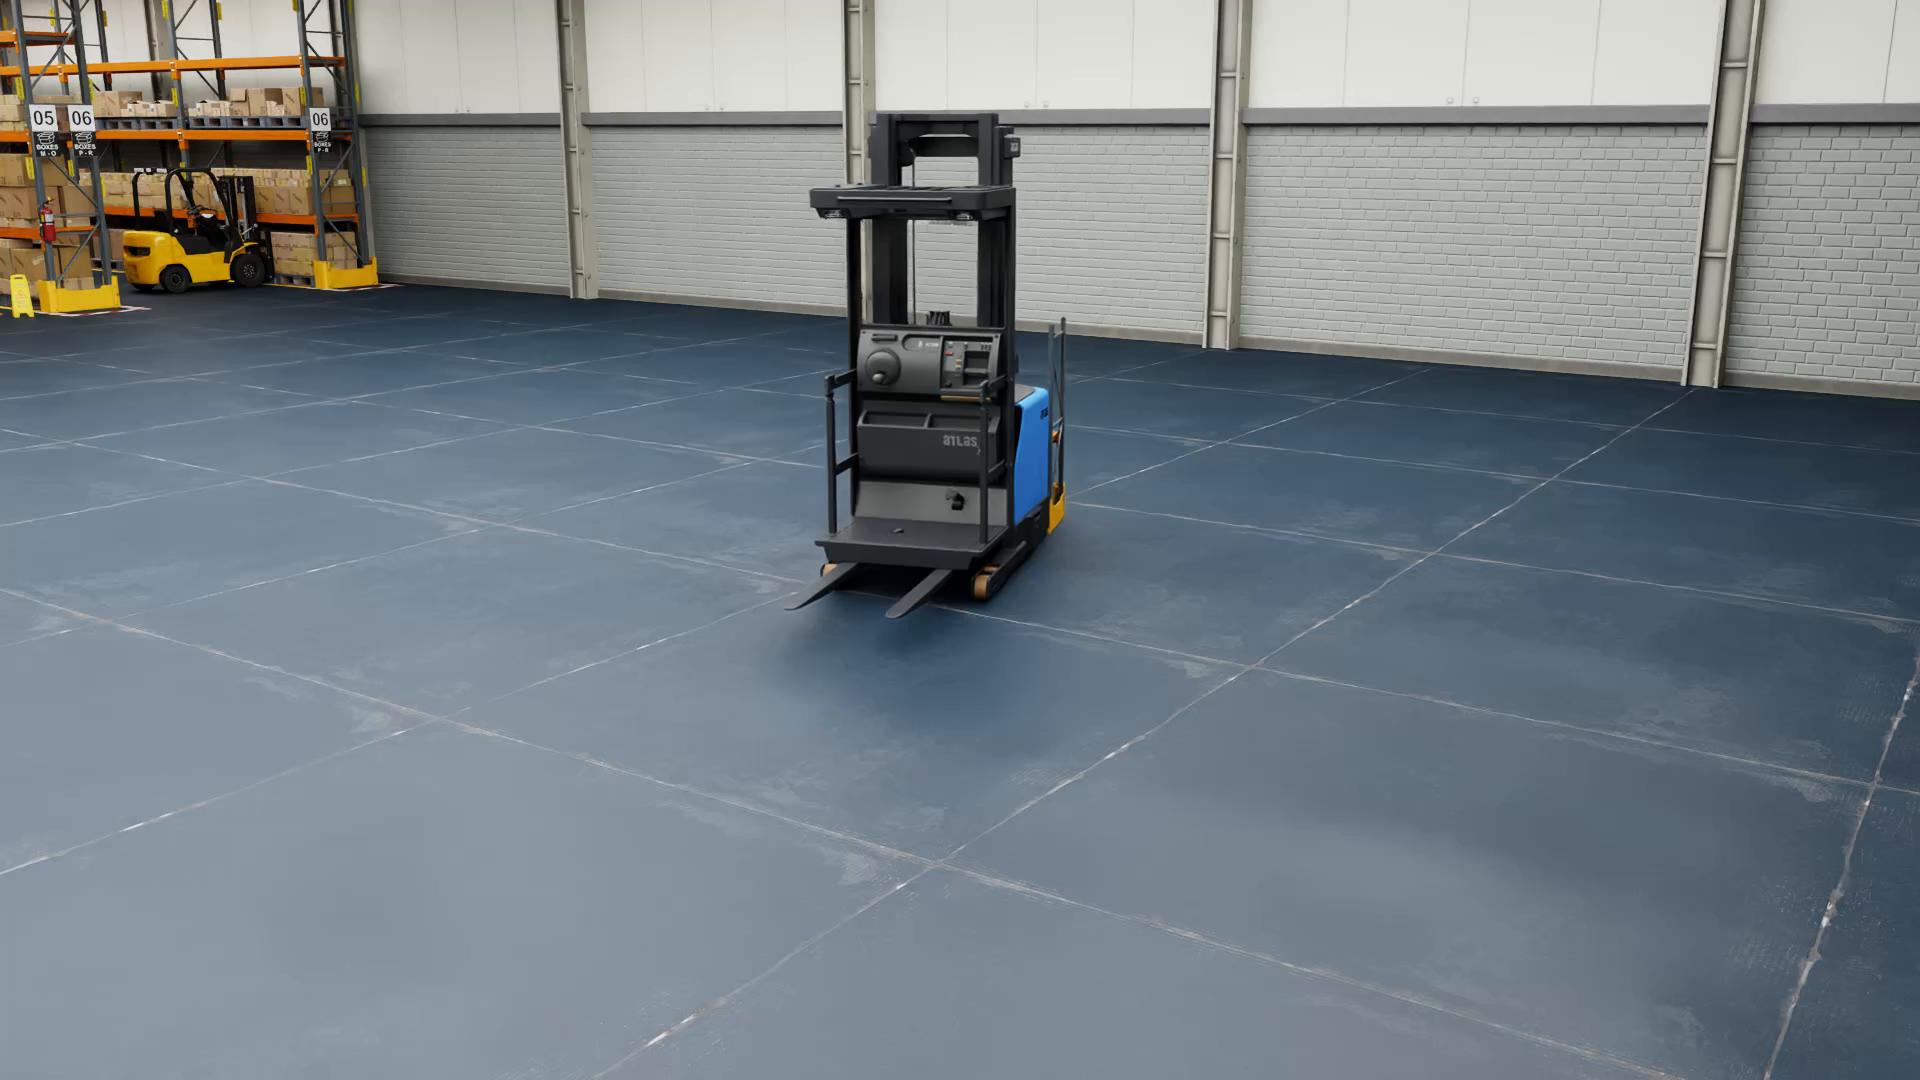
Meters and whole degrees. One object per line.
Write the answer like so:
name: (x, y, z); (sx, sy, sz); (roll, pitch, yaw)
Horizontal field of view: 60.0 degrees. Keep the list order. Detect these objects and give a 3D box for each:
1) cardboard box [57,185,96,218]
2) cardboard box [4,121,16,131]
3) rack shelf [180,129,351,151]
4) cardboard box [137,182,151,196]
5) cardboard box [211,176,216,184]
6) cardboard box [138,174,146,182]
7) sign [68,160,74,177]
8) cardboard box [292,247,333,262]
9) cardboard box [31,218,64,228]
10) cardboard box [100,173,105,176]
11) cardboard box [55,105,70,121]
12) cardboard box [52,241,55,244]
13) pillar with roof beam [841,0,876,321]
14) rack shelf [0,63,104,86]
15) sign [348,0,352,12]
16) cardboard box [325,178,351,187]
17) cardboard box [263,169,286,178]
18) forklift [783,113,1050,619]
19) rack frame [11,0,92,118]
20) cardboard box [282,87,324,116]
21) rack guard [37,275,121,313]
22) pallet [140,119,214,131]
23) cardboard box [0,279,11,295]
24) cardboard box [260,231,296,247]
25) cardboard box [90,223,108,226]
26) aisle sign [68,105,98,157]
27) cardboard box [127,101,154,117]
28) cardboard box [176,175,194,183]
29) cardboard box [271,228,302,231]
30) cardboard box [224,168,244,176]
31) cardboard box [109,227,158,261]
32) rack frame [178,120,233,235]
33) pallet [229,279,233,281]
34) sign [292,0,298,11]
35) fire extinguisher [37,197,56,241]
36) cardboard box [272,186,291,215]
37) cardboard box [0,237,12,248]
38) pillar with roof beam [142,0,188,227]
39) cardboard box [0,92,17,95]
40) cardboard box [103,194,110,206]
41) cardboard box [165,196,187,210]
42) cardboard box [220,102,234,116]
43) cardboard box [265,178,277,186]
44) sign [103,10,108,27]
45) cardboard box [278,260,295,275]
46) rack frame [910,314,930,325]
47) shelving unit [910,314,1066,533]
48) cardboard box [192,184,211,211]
cardboard box: (-14.386, -5.490, 26.932); (0.500, 0.500, 0.500); (9, 16, 32)
cardboard box: (-14.825, -6.531, 26.246); (0.250, 0.149, 0.380); (9, 17, 33)
rack shelf: (-13.040, -7.544, 31.309); (4.000, 0.370, 1.077); (9, 17, 33)
cardboard box: (-16.102, -7.027, 33.239); (0.500, 0.250, 0.500); (10, 17, 34)
cardboard box: (-14.134, -6.909, 31.934); (0.250, 0.149, 0.380); (9, 17, 33)
cardboard box: (-16.184, -7.235, 33.251); (0.250, 0.149, 0.380); (9, 17, 33)
sign: (-18.314, -7.656, 34.262); (0.005, 0.325, 0.100); (9, 17, 33)
cardboard box: (-11.959, -5.283, 30.731); (0.500, 0.250, 0.500); (9, 16, 32)
cardboard box: (-14.577, -5.064, 26.560); (0.250, 0.149, 0.380); (10, 17, 35)
cardboard box: (-17.469, -7.438, 34.072); (0.250, 0.149, 0.380); (10, 17, 34)
cardboard box: (-14.416, -6.827, 26.608); (0.500, 0.250, 0.500); (9, 16, 32)
cardboard box: (-19.335, -6.385, 35.700); (0.500, 0.500, 0.500); (10, 17, 35)
pillar with roof beam: (-3.901, -6.886, 20.913); (0.400, 9.000, 9.100); (9, 17, 33)
rack shelf: (-19.678, -9.878, 35.331); (4.000, 0.370, 1.077); (9, 17, 33)
sign: (-11.066, -9.721, 30.091); (0.005, 0.325, 0.100); (9, 17, 33)
cardboard box: (-11.517, -6.629, 30.802); (0.250, 0.149, 0.380); (9, 16, 31)
cardboard box: (-12.693, -6.800, 30.873); (0.250, 0.149, 0.380); (10, 17, 34)
forklift: (-0.256, -1.150, 10.368); (1.130, 2.935, 3.031); (4, 14, 15)
rack frame: (-14.148, -8.090, 25.779); (0.127, 3.000, 1.000); (9, 17, 33)
cardboard box: (-11.884, -7.936, 30.108); (0.500, 0.500, 0.500); (10, 17, 35)
rack guard: (-14.211, -3.975, 26.841); (0.348, 0.500, 1.175); (9, 17, 33)
pallet: (-15.439, -8.184, 32.797); (1.217, 0.209, 0.805); (8, 16, 31)
cardboard box: (-15.394, -4.173, 27.288); (0.500, 0.250, 0.500); (9, 17, 33)
cardboard box: (-12.788, -5.656, 31.195); (0.500, 0.250, 0.500); (9, 17, 34)
cardboard box: (-18.483, -6.720, 35.705); (0.250, 0.149, 0.380); (10, 17, 35)
aisle sign: (-13.923, -6.494, 26.403); (0.004, 0.787, 0.394); (9, 17, 33)
cardboard box: (-16.073, -8.522, 32.866); (0.500, 0.311, 0.500); (9, 16, 31)
cardboard box: (-15.107, -7.070, 32.583); (0.250, 0.149, 0.380); (10, 17, 35)
cardboard box: (-12.921, -5.831, 31.903); (0.500, 0.250, 0.500); (9, 16, 32)
cardboard box: (-13.730, -6.977, 31.588); (0.250, 0.149, 0.380); (9, 16, 32)
cardboard box: (-16.962, -6.120, 34.372); (0.625, 0.625, 0.875); (10, 17, 35)
rack frame: (-14.700, -6.705, 32.667); (0.127, 3.000, 1.000); (9, 17, 33)
pallet: (-14.063, -5.236, 32.537); (1.213, 0.211, 1.003); (9, 17, 33)
sign: (-11.695, -9.466, 29.228); (0.005, 0.325, 0.100); (9, 17, 33)
fire extinguisher: (-14.310, -5.034, 26.076); (0.183, 0.674, 0.296); (9, 17, 33)
cardboard box: (-12.361, -6.302, 30.831); (0.500, 0.500, 0.500); (10, 17, 35)
cardboard box: (-15.507, -4.852, 27.119); (0.250, 0.149, 0.380); (10, 17, 34)
pillar with roof beam: (-18.837, -9.300, 30.665); (0.400, 9.000, 9.100); (9, 17, 33)
cardboard box: (-20.808, -9.654, 36.295); (0.258, 0.266, 0.396); (9, 17, 33)
cardboard box: (-17.372, -6.992, 34.138); (0.500, 0.250, 0.500); (9, 16, 32)
cardboard box: (-15.264, -6.648, 32.747); (0.500, 0.250, 0.500); (10, 17, 34)
cardboard box: (-13.638, -8.089, 31.211); (0.258, 0.266, 0.396); (9, 16, 31)
cardboard box: (-12.682, -6.660, 30.926); (0.250, 0.149, 0.380); (9, 16, 31)
sign: (-17.712, -10.795, 34.430); (0.005, 0.325, 0.100); (9, 17, 33)
cardboard box: (-12.354, -5.106, 31.057); (0.500, 0.250, 0.500); (9, 17, 33)
rack frame: (-0.285, -0.903, 12.351); (0.032, 1.500, 0.500); (3, 14, 14)
shelving unit: (0.199, -0.874, 12.234); (1.083, 1.500, 0.587); (3, 14, 14)
cardboard box: (-14.477, -6.642, 32.204); (0.500, 0.500, 0.500); (9, 16, 31)
